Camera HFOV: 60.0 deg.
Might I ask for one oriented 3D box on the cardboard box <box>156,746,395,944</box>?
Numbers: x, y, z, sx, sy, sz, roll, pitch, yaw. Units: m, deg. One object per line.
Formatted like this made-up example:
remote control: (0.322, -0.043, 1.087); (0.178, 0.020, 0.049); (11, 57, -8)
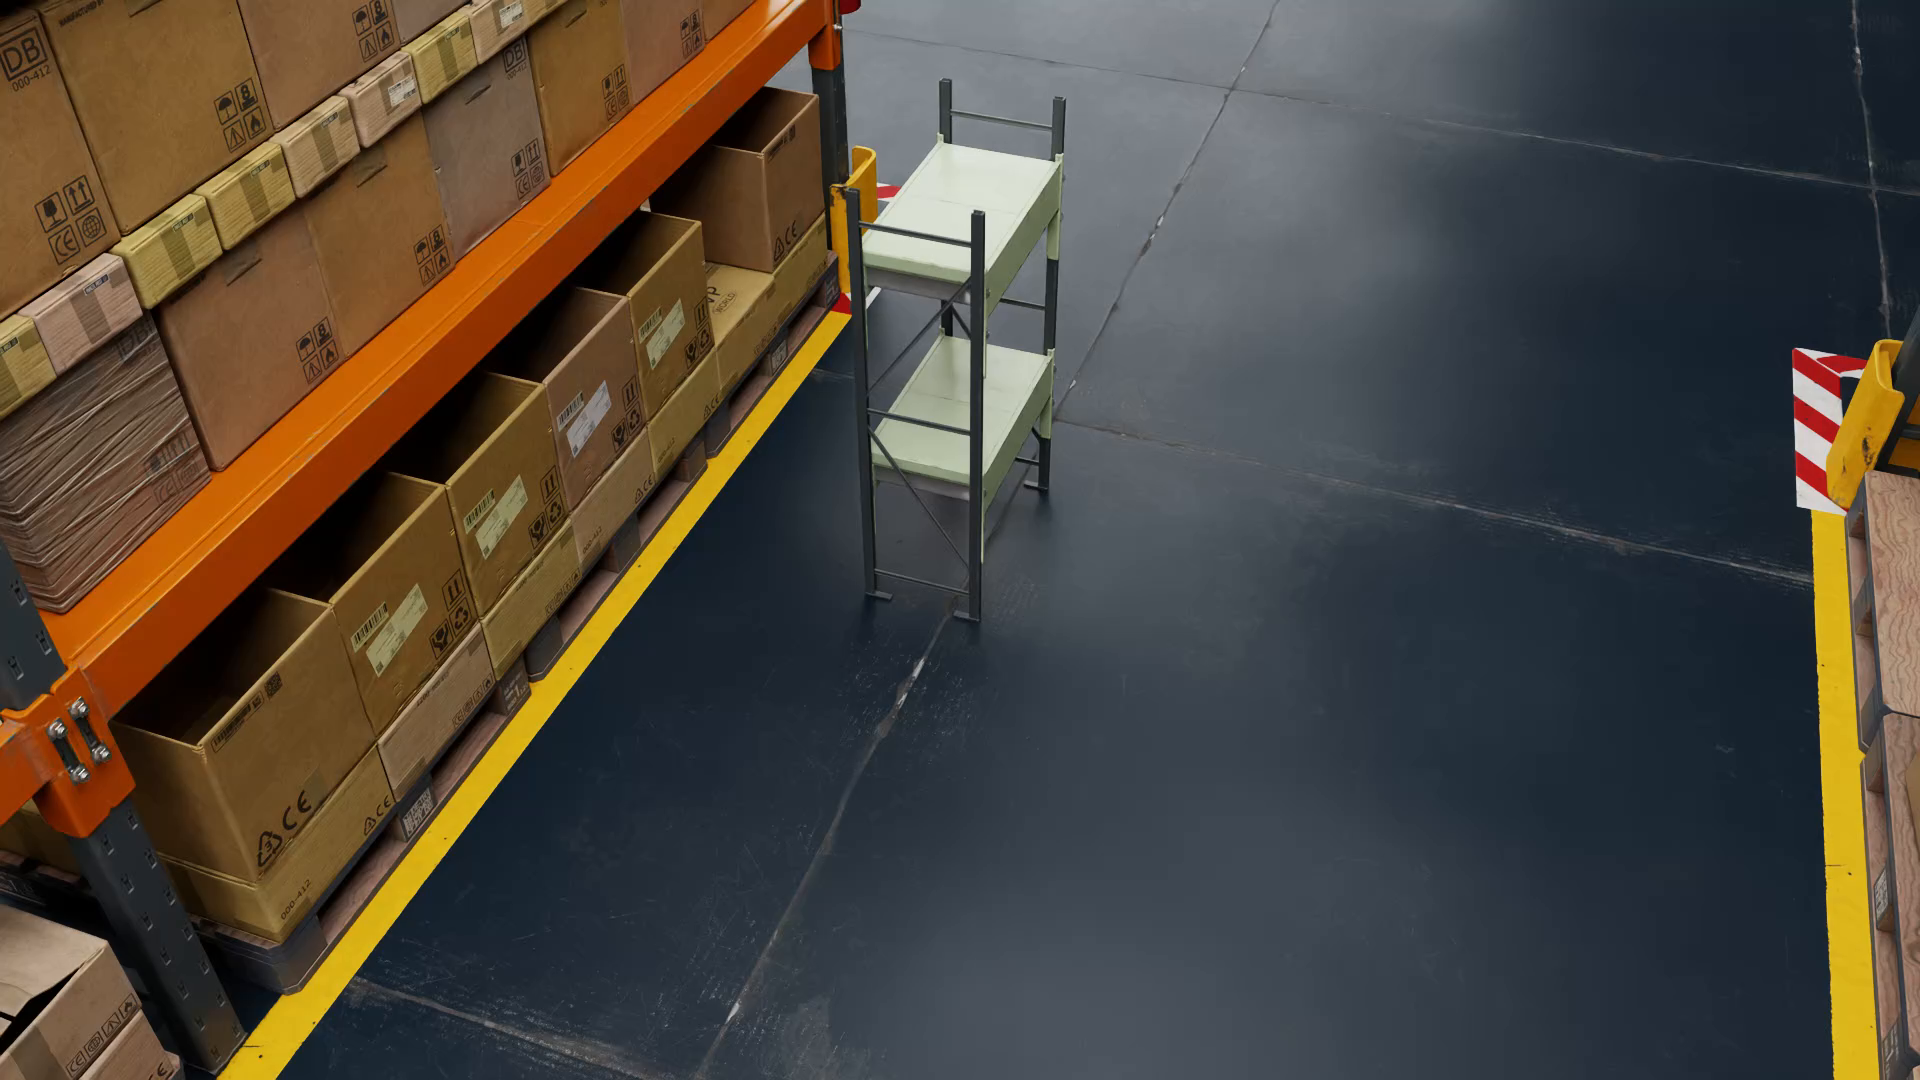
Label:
cardboard box: (-1.868, 0.729, 4.380); (0.500, 0.250, 0.500); (13, 42, 15)

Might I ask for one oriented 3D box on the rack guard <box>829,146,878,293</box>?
rack guard: (-0.936, -1.445, 7.059); (1.175, 0.500, 0.348); (13, 42, 15)

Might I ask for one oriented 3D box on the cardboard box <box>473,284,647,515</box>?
cardboard box: (-1.348, -0.470, 5.206); (0.500, 0.500, 0.500); (13, 42, 15)

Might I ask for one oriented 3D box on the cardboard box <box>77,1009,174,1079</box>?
cardboard box: (-2.181, 1.262, 3.755); (0.500, 0.250, 0.500); (13, 42, 15)

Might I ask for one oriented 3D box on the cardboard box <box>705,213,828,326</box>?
cardboard box: (-0.850, -1.103, 6.526); (0.500, 0.250, 0.500); (13, 42, 15)

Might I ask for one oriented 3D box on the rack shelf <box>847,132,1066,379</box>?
rack shelf: (0.002, -0.872, 5.015); (0.431, 0.370, 0.720); (13, 42, 15)

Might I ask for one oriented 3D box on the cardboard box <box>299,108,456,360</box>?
cardboard box: (-1.816, -0.880, 4.394); (0.700, 0.500, 0.500); (14, 42, 16)

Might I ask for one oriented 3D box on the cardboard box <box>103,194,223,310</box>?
cardboard box: (-1.865, -0.659, 3.634); (0.380, 0.149, 0.250); (12, 42, 14)

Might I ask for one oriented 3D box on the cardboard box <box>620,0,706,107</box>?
cardboard box: (-1.291, -1.816, 5.491); (0.700, 0.500, 0.500); (14, 43, 16)

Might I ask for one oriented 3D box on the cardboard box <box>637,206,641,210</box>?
cardboard box: (-1.505, -1.197, 6.060); (0.500, 0.500, 0.500); (13, 42, 15)

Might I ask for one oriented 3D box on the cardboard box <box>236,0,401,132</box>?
cardboard box: (-1.822, -1.359, 3.956); (0.700, 0.500, 0.500); (13, 42, 15)

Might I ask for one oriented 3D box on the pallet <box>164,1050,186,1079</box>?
pallet: (-2.527, 1.577, 3.739); (1.003, 0.211, 1.213); (13, 42, 15)

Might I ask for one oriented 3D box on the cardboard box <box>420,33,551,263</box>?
cardboard box: (-1.642, -1.193, 4.760); (0.700, 0.500, 0.500); (15, 43, 16)

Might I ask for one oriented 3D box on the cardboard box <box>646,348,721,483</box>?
cardboard box: (-1.179, -0.490, 5.808); (0.500, 0.250, 0.500); (13, 42, 15)

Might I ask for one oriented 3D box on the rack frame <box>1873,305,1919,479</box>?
rack frame: (3.713, -1.284, 4.944); (1.000, 3.000, 0.127); (13, 42, 15)

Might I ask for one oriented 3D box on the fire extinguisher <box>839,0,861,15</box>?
fire extinguisher: (-0.467, -2.321, 6.219); (0.296, 0.674, 0.183); (13, 42, 15)

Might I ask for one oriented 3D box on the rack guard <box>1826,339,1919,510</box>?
rack guard: (3.687, -0.287, 5.701); (1.175, 0.500, 0.348); (13, 42, 15)

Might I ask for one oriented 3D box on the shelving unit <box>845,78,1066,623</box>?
shelving unit: (0.002, -0.575, 5.268); (0.431, 1.500, 0.755); (13, 42, 15)

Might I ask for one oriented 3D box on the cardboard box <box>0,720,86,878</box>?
cardboard box: (-2.358, 0.613, 4.515); (0.500, 0.250, 0.500); (13, 42, 15)

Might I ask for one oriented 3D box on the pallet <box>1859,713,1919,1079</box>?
pallet: (2.957, 1.052, 4.354); (1.003, 0.211, 1.213); (13, 42, 15)

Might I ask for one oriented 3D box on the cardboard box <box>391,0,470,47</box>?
cardboard box: (-1.651, -1.664, 4.312); (0.700, 0.500, 0.500); (13, 42, 15)

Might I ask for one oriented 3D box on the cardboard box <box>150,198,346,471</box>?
cardboard box: (-1.992, -0.575, 4.036); (0.700, 0.500, 0.500); (13, 42, 15)

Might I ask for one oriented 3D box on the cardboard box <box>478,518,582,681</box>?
cardboard box: (-1.517, 0.121, 5.092); (0.500, 0.250, 0.500); (13, 42, 15)

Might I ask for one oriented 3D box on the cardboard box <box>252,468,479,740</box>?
cardboard box: (-1.695, 0.139, 4.493); (0.500, 0.500, 0.500); (13, 42, 15)

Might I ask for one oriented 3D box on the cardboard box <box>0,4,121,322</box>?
cardboard box: (-2.166, -0.745, 3.236); (0.700, 0.500, 0.500); (13, 42, 15)

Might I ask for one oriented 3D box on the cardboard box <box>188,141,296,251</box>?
cardboard box: (-1.777, -0.819, 3.822); (0.380, 0.149, 0.250); (13, 42, 15)

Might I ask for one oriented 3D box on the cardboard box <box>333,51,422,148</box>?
cardboard box: (-1.601, -1.134, 4.192); (0.380, 0.149, 0.250); (12, 42, 14)

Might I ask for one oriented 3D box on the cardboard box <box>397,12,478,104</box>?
cardboard box: (-1.511, -1.293, 4.378); (0.380, 0.149, 0.250); (13, 42, 15)

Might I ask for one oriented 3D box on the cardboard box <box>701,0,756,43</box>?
cardboard box: (-1.115, -2.138, 5.867); (0.700, 0.500, 0.500); (13, 42, 15)

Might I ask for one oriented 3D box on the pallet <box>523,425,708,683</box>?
pallet: (-1.585, -0.103, 5.709); (1.003, 0.211, 1.213); (13, 42, 15)

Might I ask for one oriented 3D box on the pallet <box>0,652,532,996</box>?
pallet: (-2.000, 0.643, 4.833); (1.003, 0.211, 1.213); (13, 42, 15)

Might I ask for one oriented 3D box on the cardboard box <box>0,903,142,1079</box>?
cardboard box: (-2.181, 1.042, 3.581); (0.500, 0.311, 0.500); (13, 42, 15)

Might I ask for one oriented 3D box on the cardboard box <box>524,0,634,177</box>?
cardboard box: (-1.466, -1.515, 5.137); (0.700, 0.500, 0.500); (14, 42, 15)

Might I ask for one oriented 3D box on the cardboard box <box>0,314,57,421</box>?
cardboard box: (-2.038, -0.348, 3.270); (0.380, 0.149, 0.250); (13, 42, 15)

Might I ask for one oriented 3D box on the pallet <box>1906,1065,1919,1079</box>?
pallet: (2.541, 1.799, 3.479); (1.003, 0.211, 1.213); (13, 42, 15)

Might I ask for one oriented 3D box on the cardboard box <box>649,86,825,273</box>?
cardboard box: (-0.848, -1.387, 6.282); (0.500, 0.500, 0.500); (13, 42, 15)

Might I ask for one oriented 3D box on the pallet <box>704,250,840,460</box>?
pallet: (-1.166, -0.845, 6.578); (1.003, 0.211, 1.213); (13, 42, 15)

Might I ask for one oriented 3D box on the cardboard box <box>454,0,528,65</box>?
cardboard box: (-1.424, -1.444, 4.555); (0.380, 0.149, 0.250); (13, 42, 14)

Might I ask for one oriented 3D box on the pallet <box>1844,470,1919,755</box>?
pallet: (3.376, 0.310, 5.223); (1.003, 0.211, 1.213); (13, 42, 15)

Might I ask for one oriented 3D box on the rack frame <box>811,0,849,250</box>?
rack frame: (-0.944, -2.382, 6.230); (1.000, 3.000, 0.127); (13, 42, 15)

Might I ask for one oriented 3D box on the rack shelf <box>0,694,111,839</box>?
rack shelf: (-2.996, 1.552, 2.174); (1.077, 0.370, 4.000); (13, 42, 15)

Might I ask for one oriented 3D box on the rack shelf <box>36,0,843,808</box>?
rack shelf: (-1.628, -0.888, 5.034); (1.077, 0.370, 4.000); (13, 42, 15)

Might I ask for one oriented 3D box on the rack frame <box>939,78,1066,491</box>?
rack frame: (0.127, -0.798, 5.530); (0.400, 1.500, 0.023); (13, 42, 15)

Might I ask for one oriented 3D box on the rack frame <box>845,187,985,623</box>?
rack frame: (-0.123, -0.351, 5.006); (0.400, 1.500, 0.023); (13, 42, 15)

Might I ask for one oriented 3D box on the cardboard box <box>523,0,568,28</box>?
cardboard box: (-1.337, -1.601, 4.739); (0.380, 0.149, 0.250); (14, 43, 16)

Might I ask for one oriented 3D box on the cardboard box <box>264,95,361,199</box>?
cardboard box: (-1.689, -0.971, 4.000); (0.380, 0.149, 0.250); (12, 42, 14)

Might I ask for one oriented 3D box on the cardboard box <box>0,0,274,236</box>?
cardboard box: (-1.994, -1.054, 3.598); (0.700, 0.500, 0.500); (13, 42, 15)

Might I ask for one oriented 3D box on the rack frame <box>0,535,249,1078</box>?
rack frame: (-2.312, 0.058, 3.371); (1.000, 3.000, 0.127); (13, 42, 15)

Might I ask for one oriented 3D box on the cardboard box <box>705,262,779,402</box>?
cardboard box: (-1.009, -0.795, 6.166); (0.500, 0.250, 0.500); (13, 42, 15)

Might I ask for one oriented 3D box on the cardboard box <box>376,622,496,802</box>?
cardboard box: (-1.692, 0.425, 4.736); (0.500, 0.250, 0.500); (13, 42, 15)

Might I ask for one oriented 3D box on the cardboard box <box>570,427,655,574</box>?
cardboard box: (-1.351, -0.185, 5.451); (0.500, 0.250, 0.500); (13, 42, 15)

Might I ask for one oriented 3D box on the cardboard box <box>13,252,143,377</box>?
cardboard box: (-1.952, -0.501, 3.449); (0.380, 0.149, 0.250); (14, 42, 16)

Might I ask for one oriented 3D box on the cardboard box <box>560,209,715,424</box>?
cardboard box: (-1.176, -0.774, 5.564); (0.500, 0.500, 0.500); (13, 42, 15)

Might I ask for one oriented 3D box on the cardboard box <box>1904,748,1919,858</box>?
cardboard box: (2.899, 0.685, 4.223); (0.700, 0.500, 0.500); (11, 42, 12)

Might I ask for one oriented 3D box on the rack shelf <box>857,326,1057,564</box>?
rack shelf: (0.002, -0.327, 5.480); (0.431, 0.370, 0.720); (13, 42, 15)

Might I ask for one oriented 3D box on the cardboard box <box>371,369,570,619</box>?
cardboard box: (-1.517, -0.164, 4.849); (0.500, 0.500, 0.500); (13, 42, 15)

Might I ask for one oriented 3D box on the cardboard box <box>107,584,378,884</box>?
cardboard box: (-1.859, 0.446, 4.134); (0.500, 0.500, 0.500); (13, 42, 15)

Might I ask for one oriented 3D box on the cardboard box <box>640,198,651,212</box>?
cardboard box: (-1.336, -1.218, 6.661); (0.500, 0.250, 0.500); (13, 42, 15)

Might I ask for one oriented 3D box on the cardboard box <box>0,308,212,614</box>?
cardboard box: (-2.166, -0.252, 3.657); (0.700, 0.500, 0.500); (12, 42, 14)
